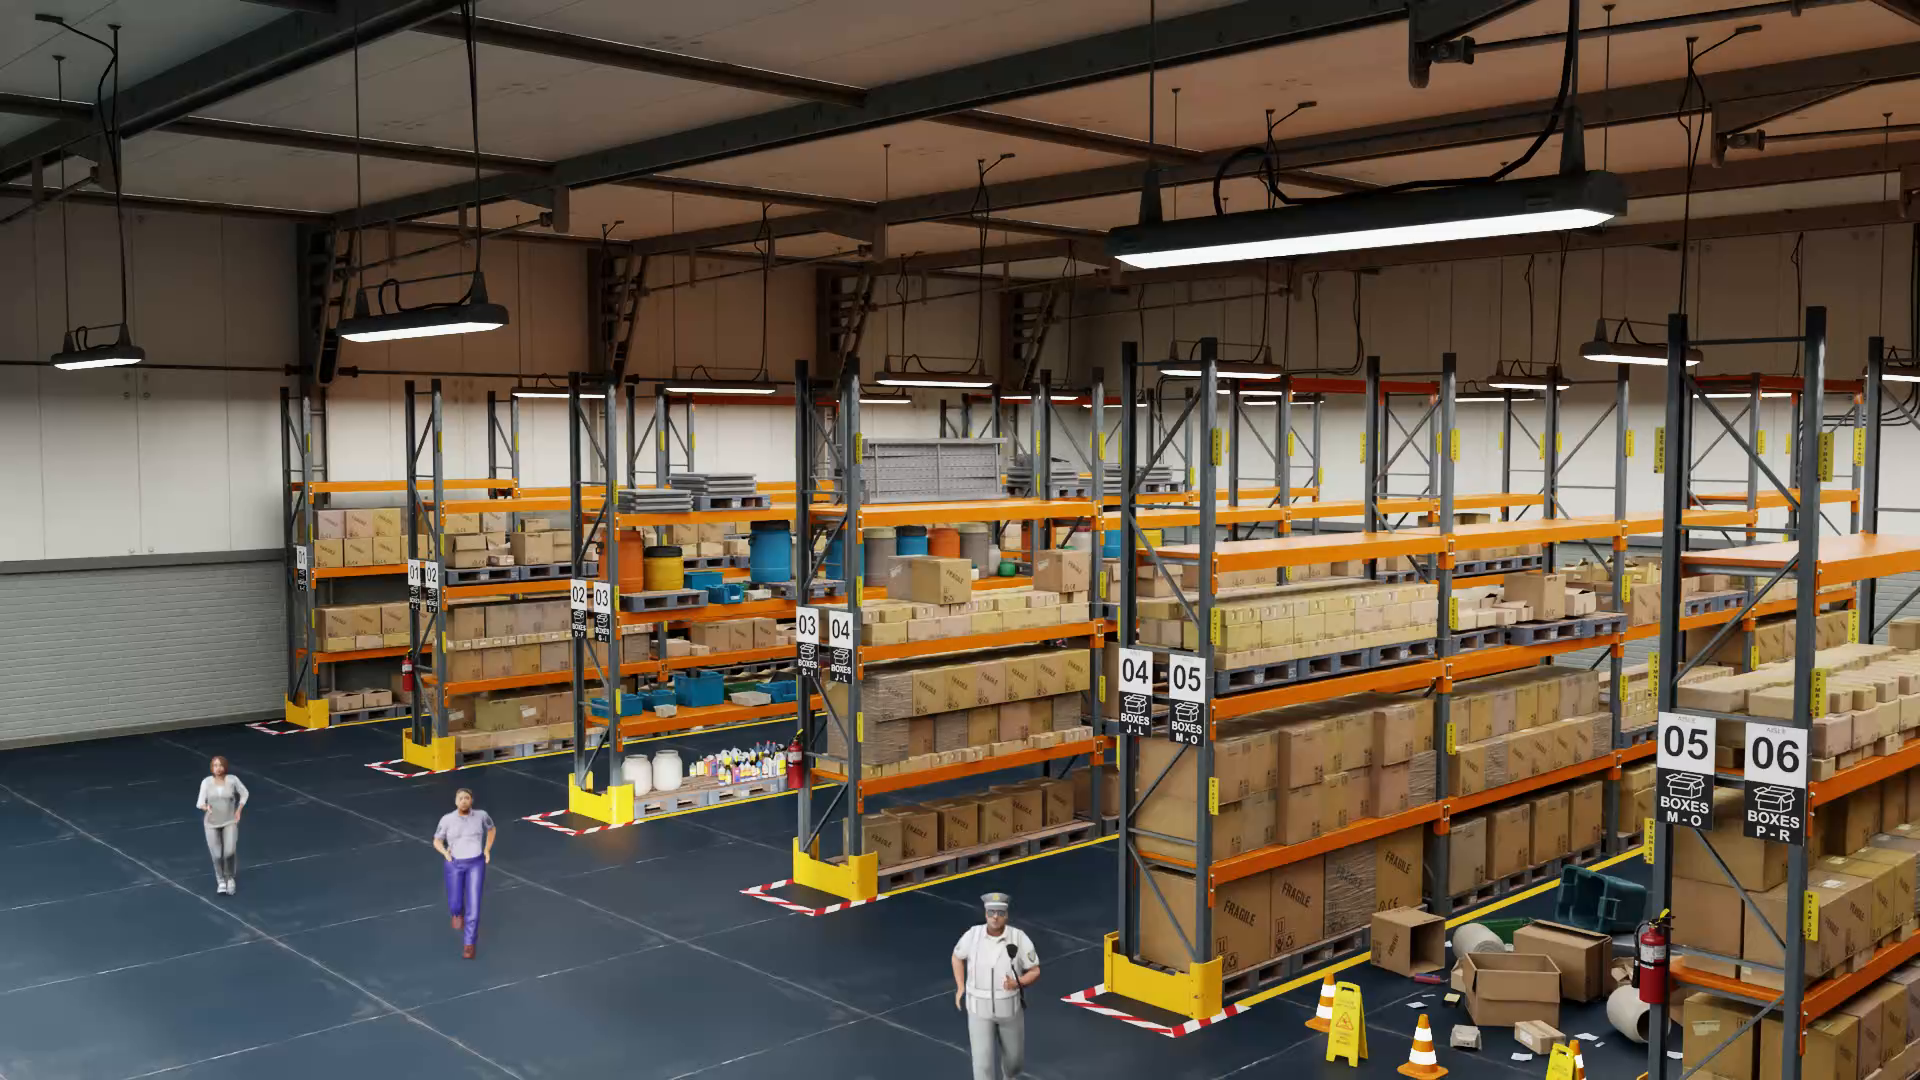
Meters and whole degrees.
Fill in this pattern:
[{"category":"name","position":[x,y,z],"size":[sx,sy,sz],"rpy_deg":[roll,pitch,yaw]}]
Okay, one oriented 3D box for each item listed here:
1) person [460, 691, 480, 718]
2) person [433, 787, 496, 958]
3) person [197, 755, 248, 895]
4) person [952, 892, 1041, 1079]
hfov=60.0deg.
[{"category":"person","position":[-8.288,2.547,28.231],"size":[0.599,1.631,0.797],"rpy_deg":[3,5,43]},{"category":"person","position":[-4.945,3.280,16.641],"size":[0.609,1.622,0.886],"rpy_deg":[-1,4,-17]},{"category":"person","position":[-8.204,3.196,18.491],"size":[0.515,1.554,0.596],"rpy_deg":[-1,4,-18]},{"category":"person","position":[0.265,3.477,12.388],"size":[0.672,1.755,0.953],"rpy_deg":[0,4,2]}]
